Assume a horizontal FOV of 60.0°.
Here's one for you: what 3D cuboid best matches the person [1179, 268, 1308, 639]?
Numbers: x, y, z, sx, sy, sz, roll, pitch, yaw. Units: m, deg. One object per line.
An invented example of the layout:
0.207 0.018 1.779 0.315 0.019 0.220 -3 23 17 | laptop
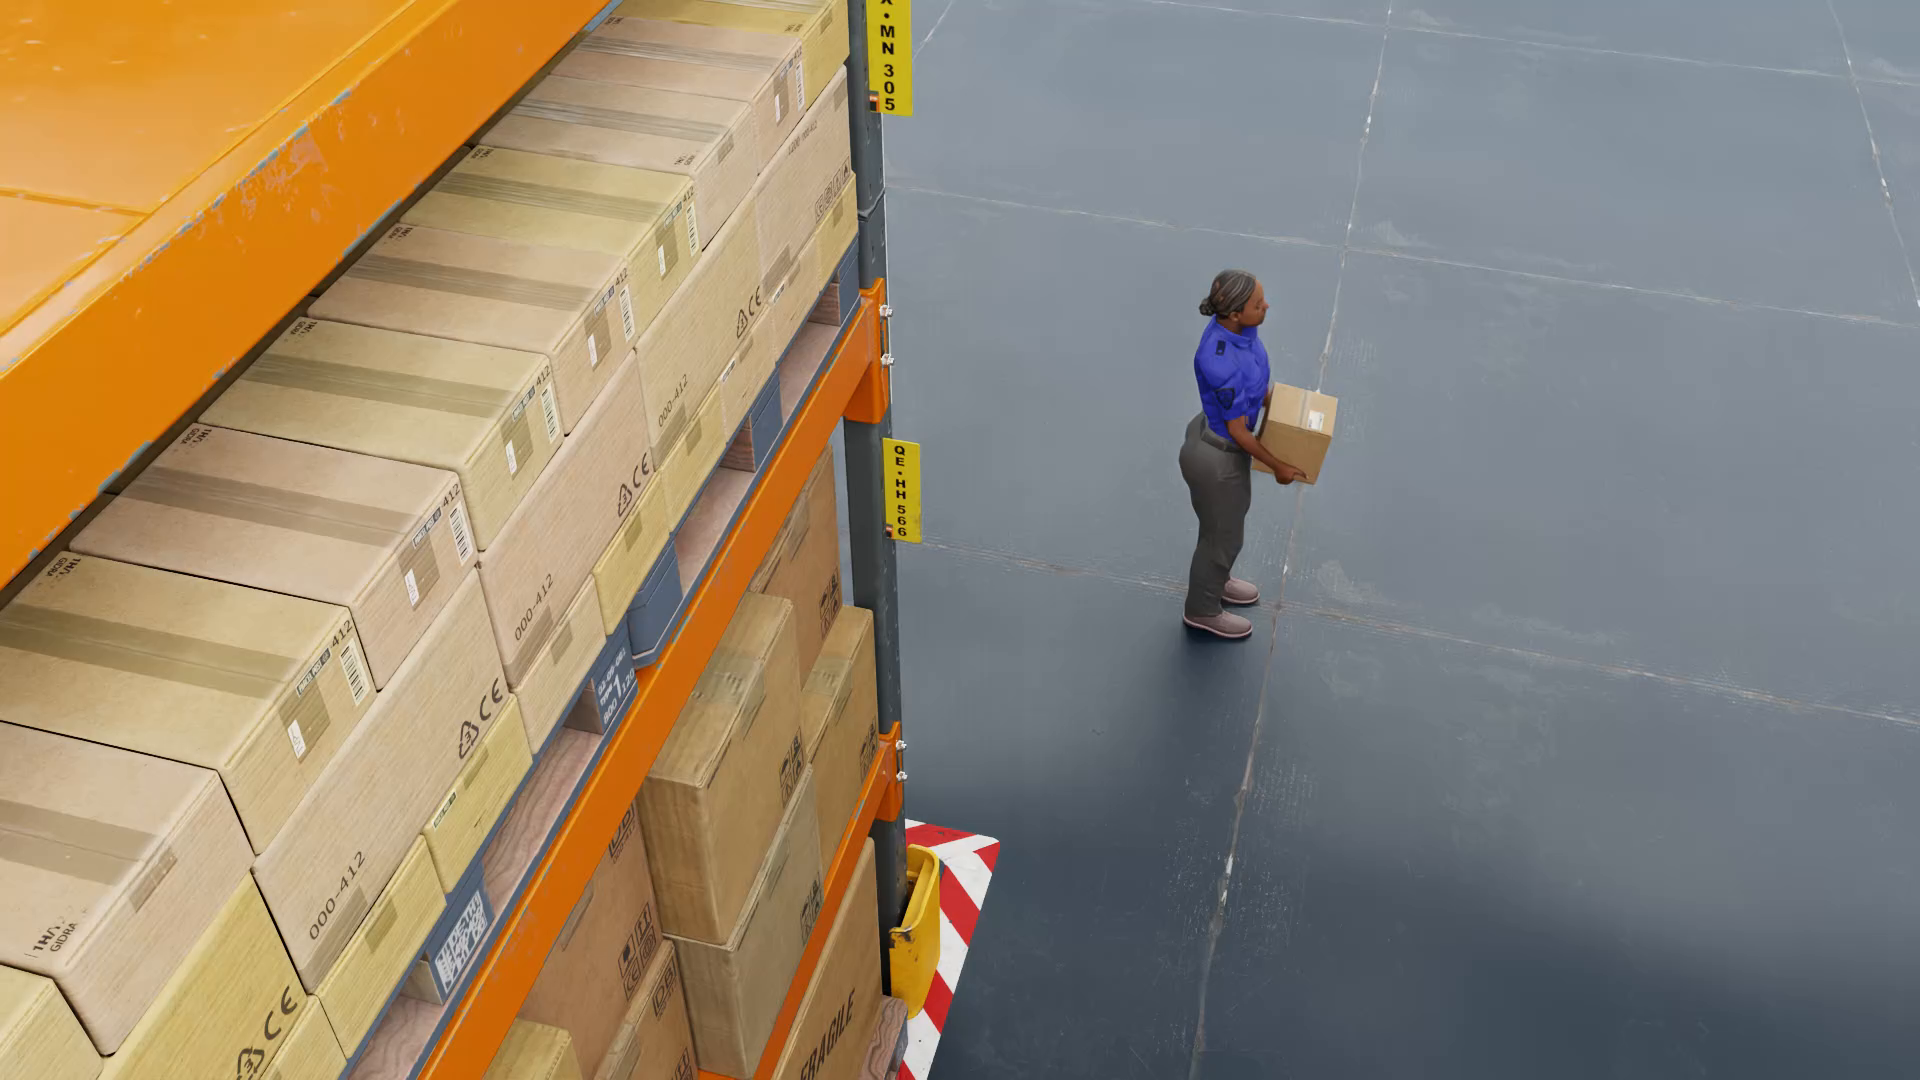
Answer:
1.123 -0.325 6.540 0.501 1.656 0.441 10 42 11 | person
